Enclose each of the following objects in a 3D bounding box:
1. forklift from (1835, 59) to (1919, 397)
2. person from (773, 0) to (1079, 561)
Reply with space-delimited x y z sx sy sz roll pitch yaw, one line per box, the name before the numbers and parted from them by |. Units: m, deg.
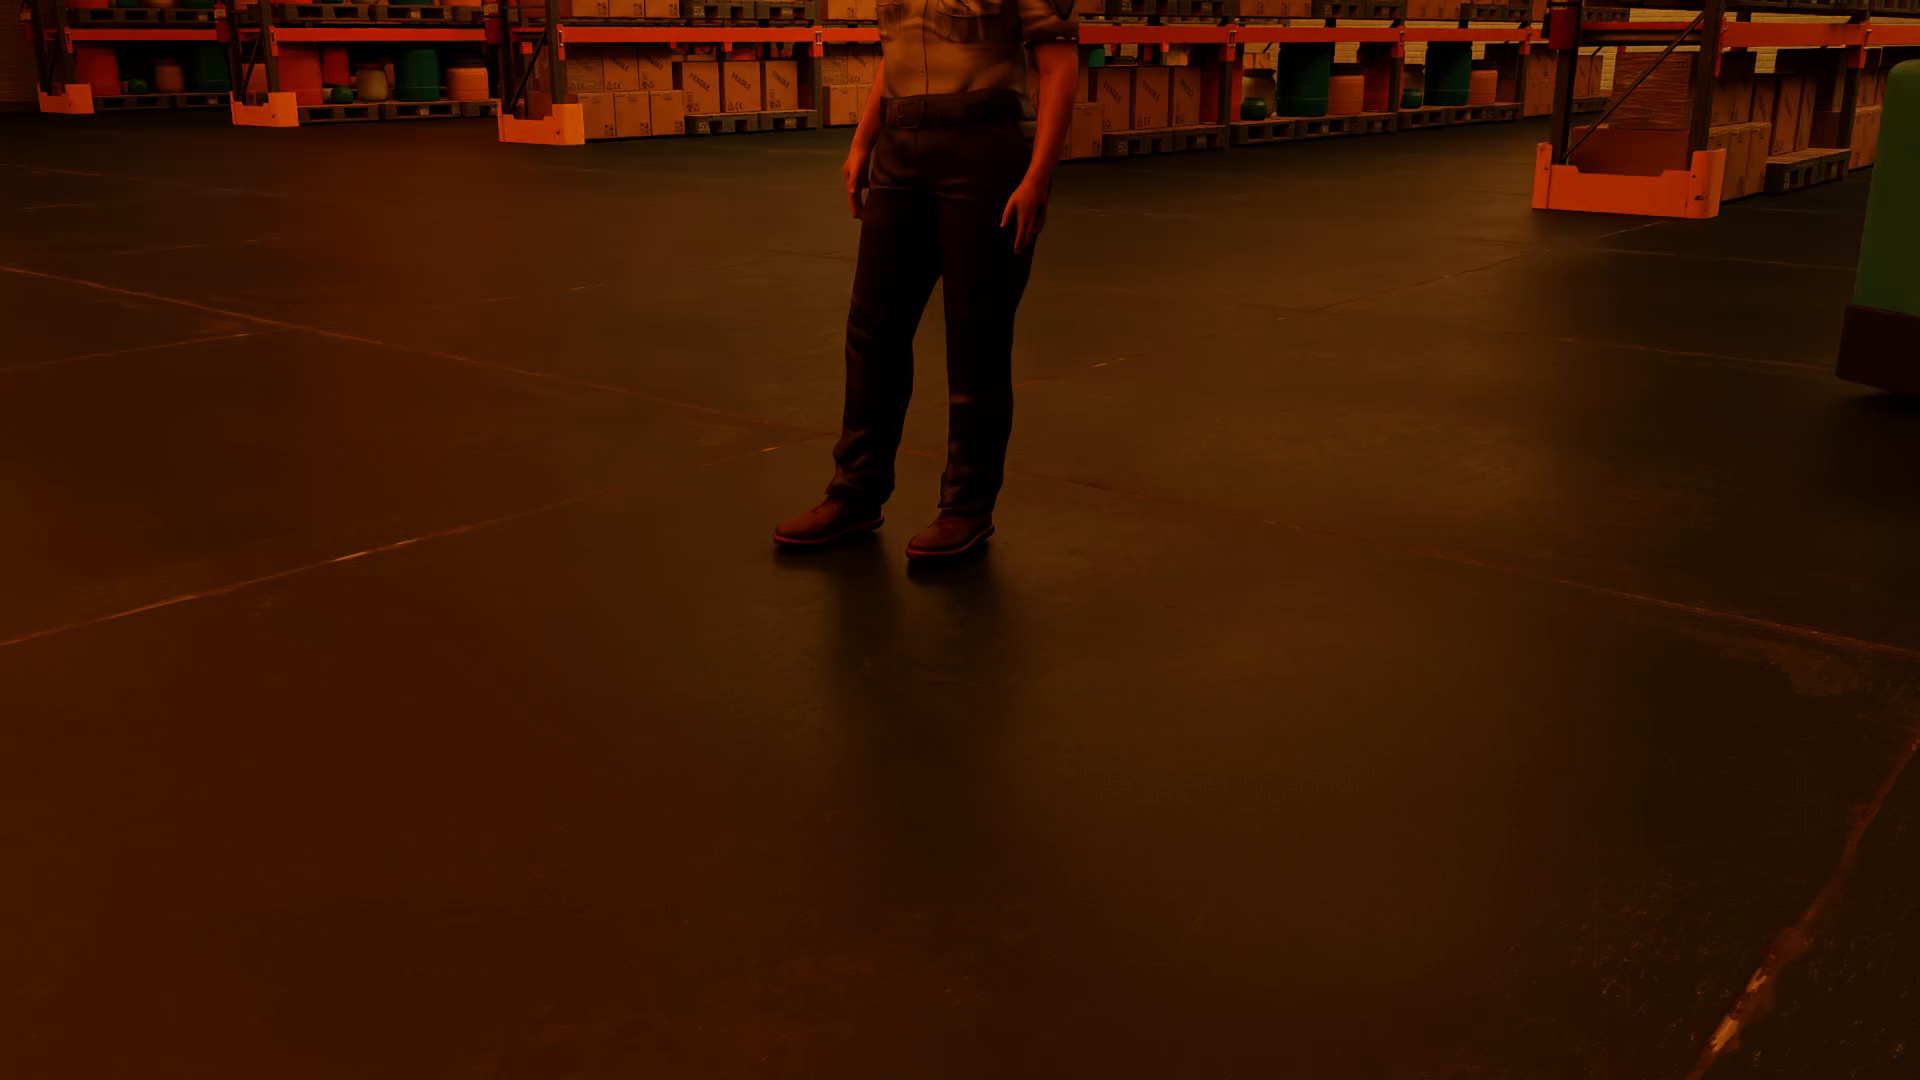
forklift | 4.445 -1.888 5.117 3.031 2.935 1.130 -6 18 -19
person | -0.075 -0.774 3.650 0.598 1.641 0.501 13 21 37
